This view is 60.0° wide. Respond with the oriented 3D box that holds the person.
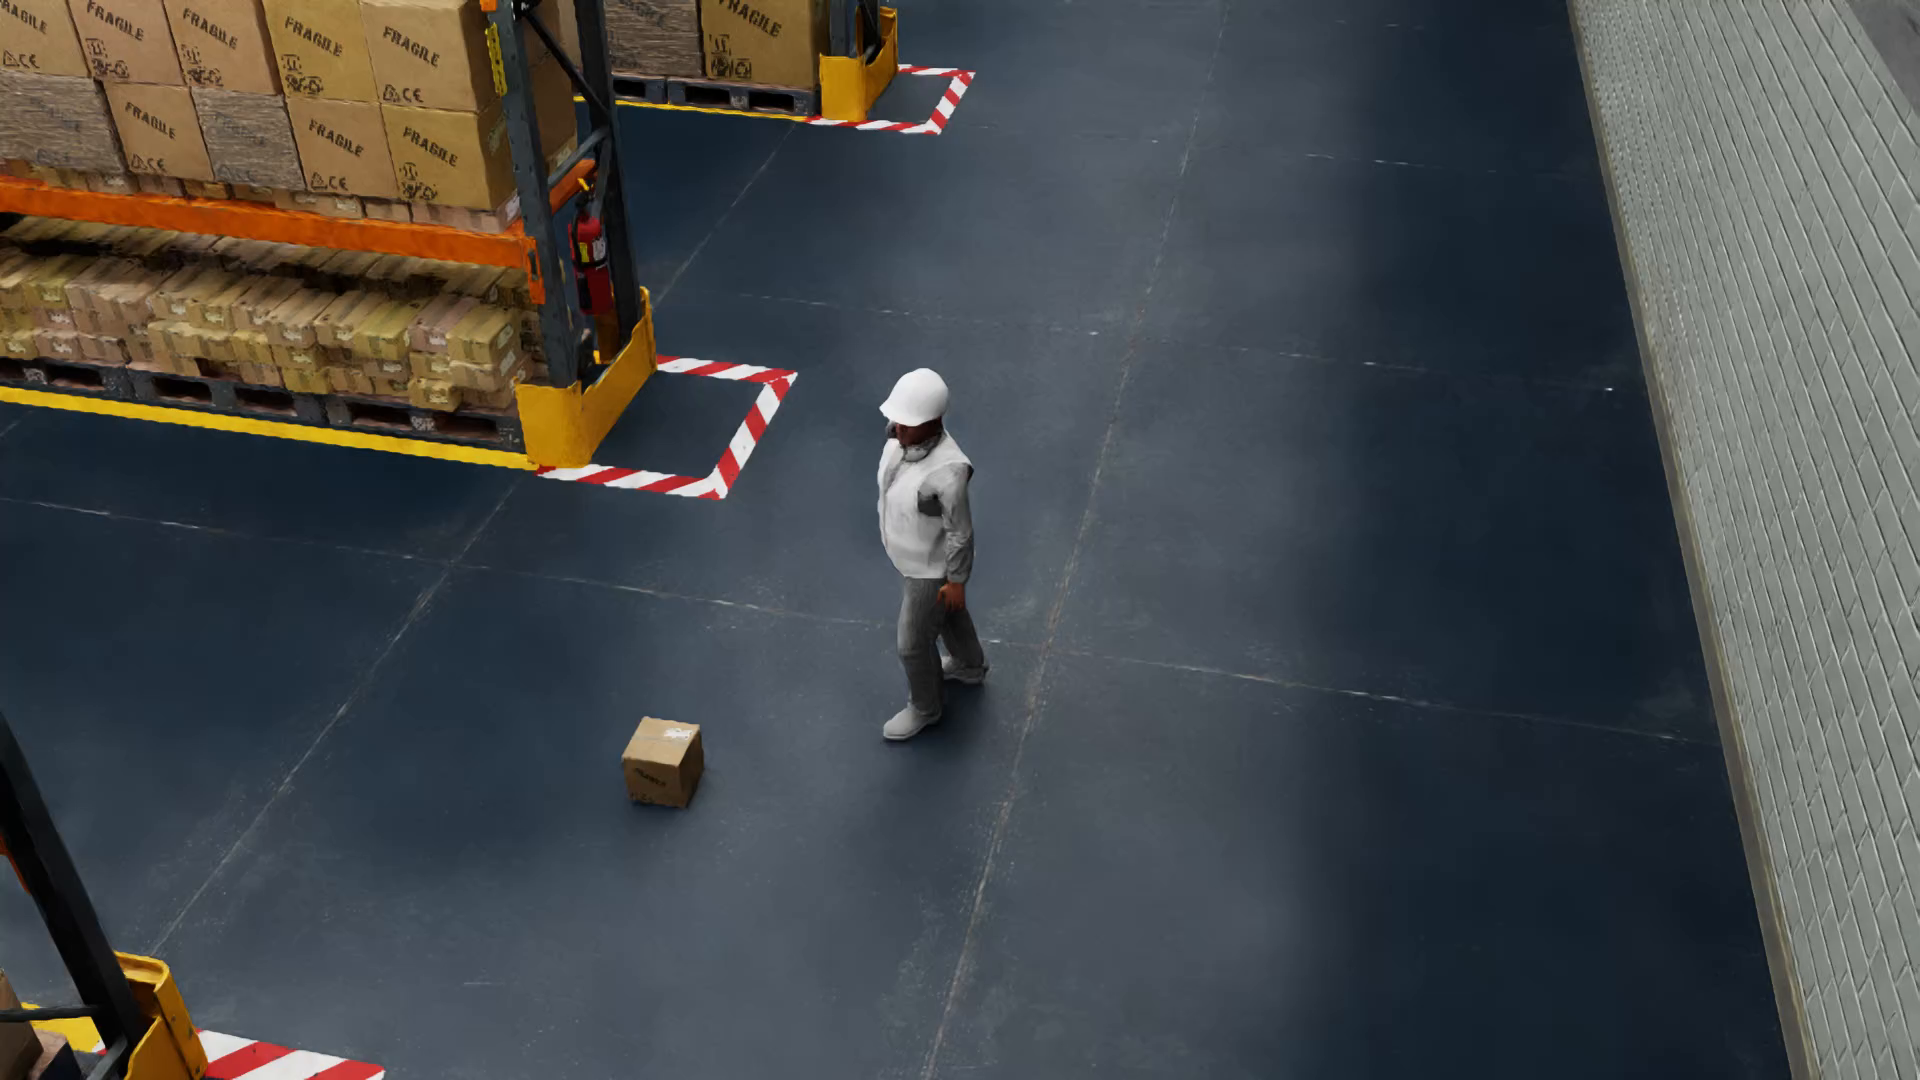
[{"bbox_3d":[-0.111,0.038,6.894,0.561,1.764,0.559,-13,38,-17],"label":"person"}]
